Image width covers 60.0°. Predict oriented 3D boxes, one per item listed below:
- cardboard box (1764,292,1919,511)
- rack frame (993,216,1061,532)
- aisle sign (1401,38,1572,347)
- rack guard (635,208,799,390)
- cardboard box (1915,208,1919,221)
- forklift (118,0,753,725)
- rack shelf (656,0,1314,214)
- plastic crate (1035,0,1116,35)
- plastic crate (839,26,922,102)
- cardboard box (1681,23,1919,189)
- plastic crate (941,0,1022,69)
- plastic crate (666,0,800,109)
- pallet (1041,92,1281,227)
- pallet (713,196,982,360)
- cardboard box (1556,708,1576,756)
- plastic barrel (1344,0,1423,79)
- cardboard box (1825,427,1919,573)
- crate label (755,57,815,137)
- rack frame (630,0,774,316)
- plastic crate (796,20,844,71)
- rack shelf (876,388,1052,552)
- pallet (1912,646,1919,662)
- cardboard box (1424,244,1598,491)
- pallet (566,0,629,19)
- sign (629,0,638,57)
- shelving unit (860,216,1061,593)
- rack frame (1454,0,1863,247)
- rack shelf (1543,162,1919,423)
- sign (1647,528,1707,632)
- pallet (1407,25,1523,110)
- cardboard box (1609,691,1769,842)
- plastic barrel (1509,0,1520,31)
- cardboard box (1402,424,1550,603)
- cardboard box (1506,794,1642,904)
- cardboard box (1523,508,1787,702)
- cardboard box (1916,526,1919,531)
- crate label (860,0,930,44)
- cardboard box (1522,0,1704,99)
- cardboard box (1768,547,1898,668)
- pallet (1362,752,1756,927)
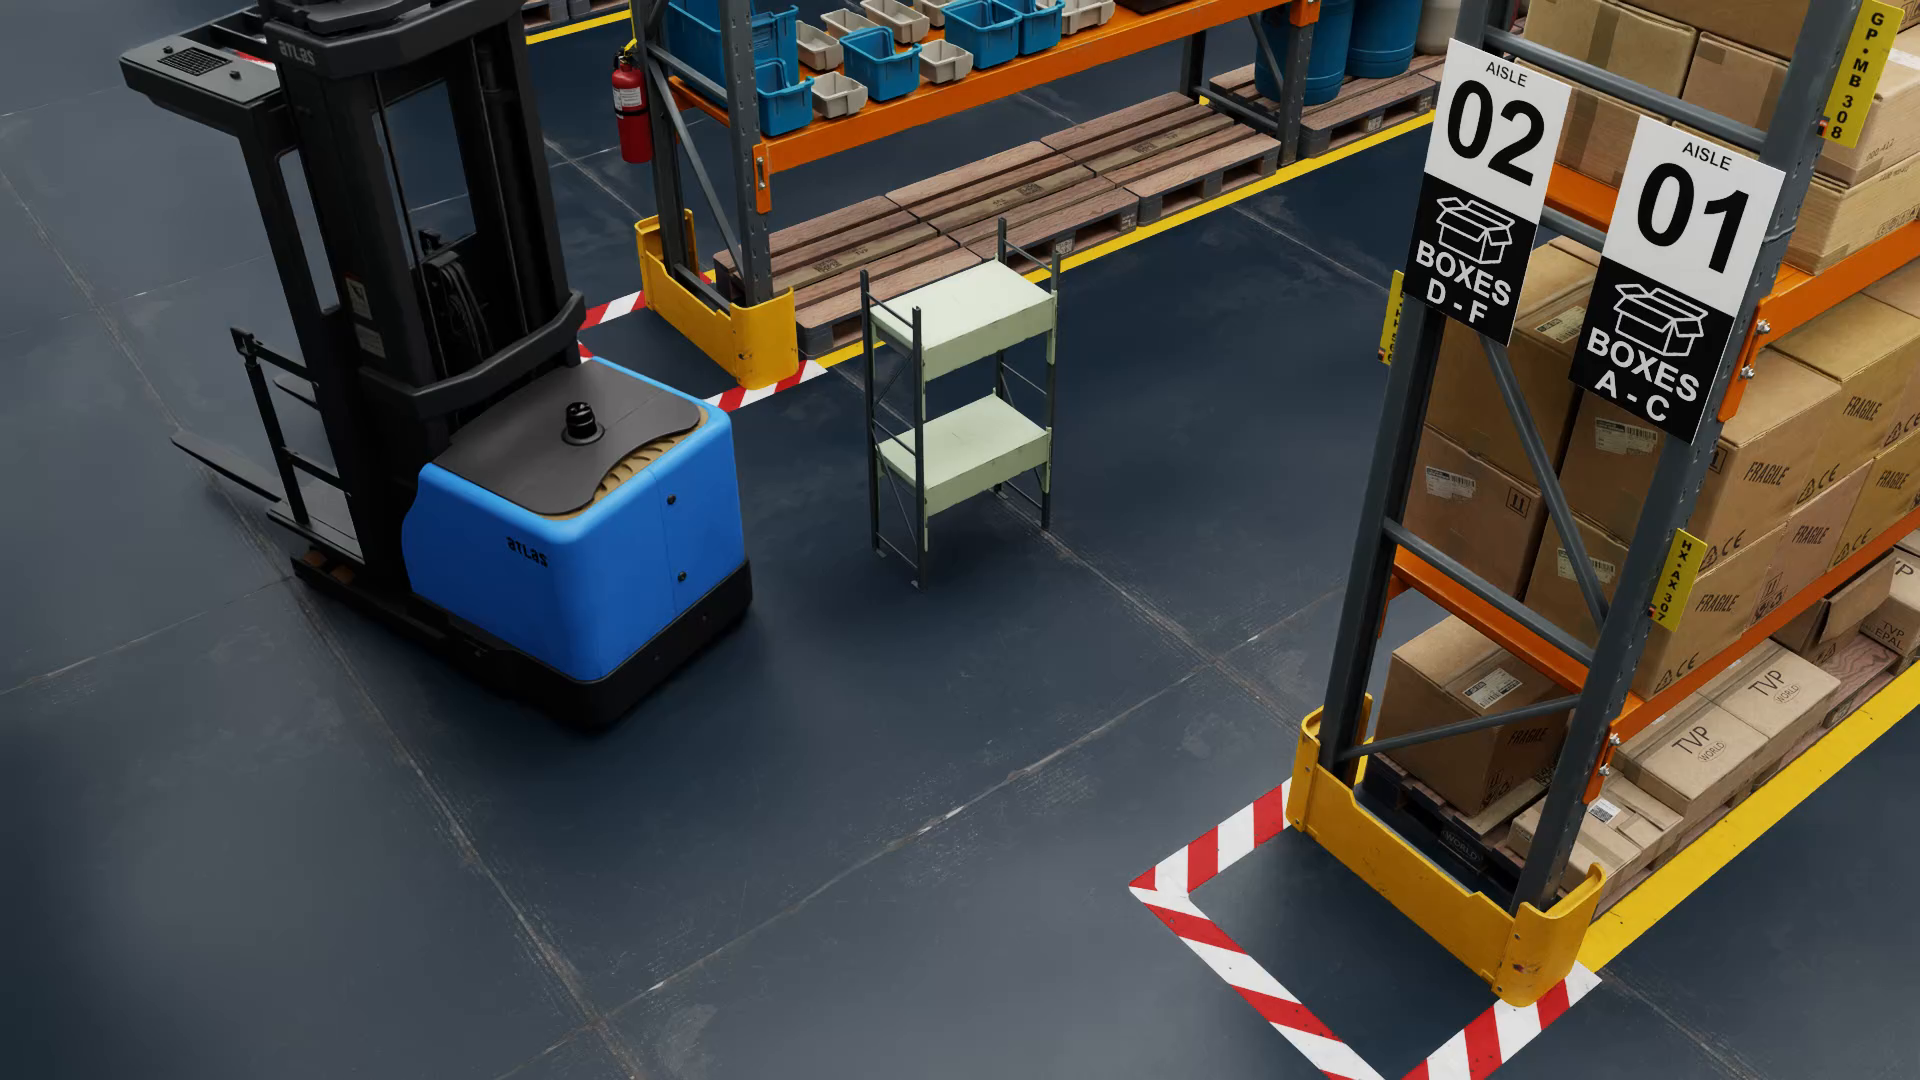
[{"bbox_3d":[2.612,-0.493,5.252,0.500,0.500,0.500,-25,46,-28],"label":"cardboard box"},{"bbox_3d":[0.295,-0.724,7.583,0.023,1.500,0.400,-26,46,-28],"label":"rack frame"},{"bbox_3d":[1.448,-0.956,4.634,0.004,0.787,0.394,-26,46,-28],"label":"aisle sign"},{"bbox_3d":[-1.337,-1.333,9.115,0.348,0.500,1.175,-26,46,-28],"label":"rack guard"},{"bbox_3d":[2.656,-1.182,4.713,0.500,0.250,0.500,-26,46,-28],"label":"cardboard box"},{"bbox_3d":[-2.434,-1.103,6.917,3.031,2.935,1.130,23,45,26],"label":"forklift"},{"bbox_3d":[0.260,-2.810,9.512,4.000,0.370,1.077,-26,46,-28],"label":"rack shelf"},{"bbox_3d":[0.648,-2.959,9.286,0.466,0.136,0.293,-26,46,-28],"label":"plastic crate"},{"bbox_3d":[-0.408,-2.458,8.600,0.300,0.233,0.416,-26,46,-28],"label":"plastic crate"},{"bbox_3d":[2.255,-1.186,4.323,0.500,0.250,0.500,-26,46,-28],"label":"cardboard box"},{"bbox_3d":[0.114,-2.713,8.910,0.300,0.233,0.416,-26,46,-28],"label":"plastic crate"},{"bbox_3d":[-1.174,-2.576,8.583,0.499,0.435,0.616,-26,46,-28],"label":"plastic crate"},{"bbox_3d":[1.286,-2.480,10.740,1.213,0.211,1.003,-26,46,-28],"label":"pallet"},{"bbox_3d":[-0.649,-1.537,9.590,1.213,0.211,1.003,-26,46,-28],"label":"pallet"},{"bbox_3d":[2.346,0.657,6.605,0.250,0.166,0.380,-26,46,-28],"label":"cardboard box"},{"bbox_3d":[2.849,-3.688,11.337,0.708,0.901,0.600,-26,46,-28],"label":"plastic barrel"},{"bbox_3d":[3.007,-0.295,5.800,0.500,0.500,0.500,-26,46,-28],"label":"cardboard box"},{"bbox_3d":[-0.930,-2.204,8.290,0.303,0.233,0.416,-26,46,-28],"label":"crate label"},{"bbox_3d":[-1.326,-2.316,8.341,0.127,3.000,1.000,-26,46,-28],"label":"rack frame"},{"bbox_3d":[-0.790,-2.643,8.901,0.243,0.136,0.396,-26,46,-28],"label":"plastic crate"},{"bbox_3d":[0.005,-0.330,7.618,0.720,0.370,0.431,-26,46,-28],"label":"rack shelf"},{"bbox_3d":[4.316,-0.026,7.749,1.213,0.211,1.003,-26,46,-28],"label":"pallet"},{"bbox_3d":[1.875,-0.559,5.332,0.500,0.500,0.500,-26,46,-28],"label":"cardboard box"},{"bbox_3d":[-2.791,-4.546,13.258,1.213,0.211,1.003,-26,46,-28],"label":"pallet"},{"bbox_3d":[-1.674,-2.649,8.619,0.005,0.325,0.100,-26,46,-28],"label":"sign"},{"bbox_3d":[0.005,-0.582,7.411,0.755,1.500,0.431,-26,46,-28],"label":"shelving unit"},{"bbox_3d":[1.689,-2.143,3.400,0.127,3.000,1.000,-26,46,-28],"label":"rack frame"},{"bbox_3d":[3.275,-1.478,5.522,4.000,0.370,1.077,-26,46,-28],"label":"rack shelf"},{"bbox_3d":[2.020,0.115,4.696,0.005,0.325,0.100,-26,46,-28],"label":"sign"},{"bbox_3d":[3.451,-3.535,12.026,1.213,0.211,1.003,-26,46,-28],"label":"pallet"},{"bbox_3d":[2.690,0.809,6.353,0.500,0.250,0.500,-26,46,-28],"label":"cardboard box"},{"bbox_3d":[3.744,-4.003,11.969,0.708,0.588,0.600,-26,46,-28],"label":"plastic barrel"},{"bbox_3d":[1.879,-0.172,5.649,0.500,0.500,0.500,-25,45,-27],"label":"cardboard box"},{"bbox_3d":[2.231,1.120,6.054,0.250,0.149,0.380,-26,46,-28],"label":"cardboard box"},{"bbox_3d":[2.202,0.099,5.319,0.500,0.500,0.500,-25,46,-27],"label":"cardboard box"},{"bbox_3d":[4.321,0.101,7.296,0.250,0.149,0.380,-26,46,-28],"label":"cardboard box"},{"bbox_3d":[-0.345,-2.868,9.175,0.243,0.136,0.396,-26,46,-28],"label":"crate label"},{"bbox_3d":[1.941,-1.445,4.639,0.500,0.250,0.500,-26,46,-28],"label":"cardboard box"},{"bbox_3d":[3.374,0.155,6.951,0.637,0.503,0.797,-26,46,-28],"label":"cardboard box"},{"bbox_3d":[2.381,0.917,6.599,1.213,0.211,1.003,-26,46,-28],"label":"pallet"}]
